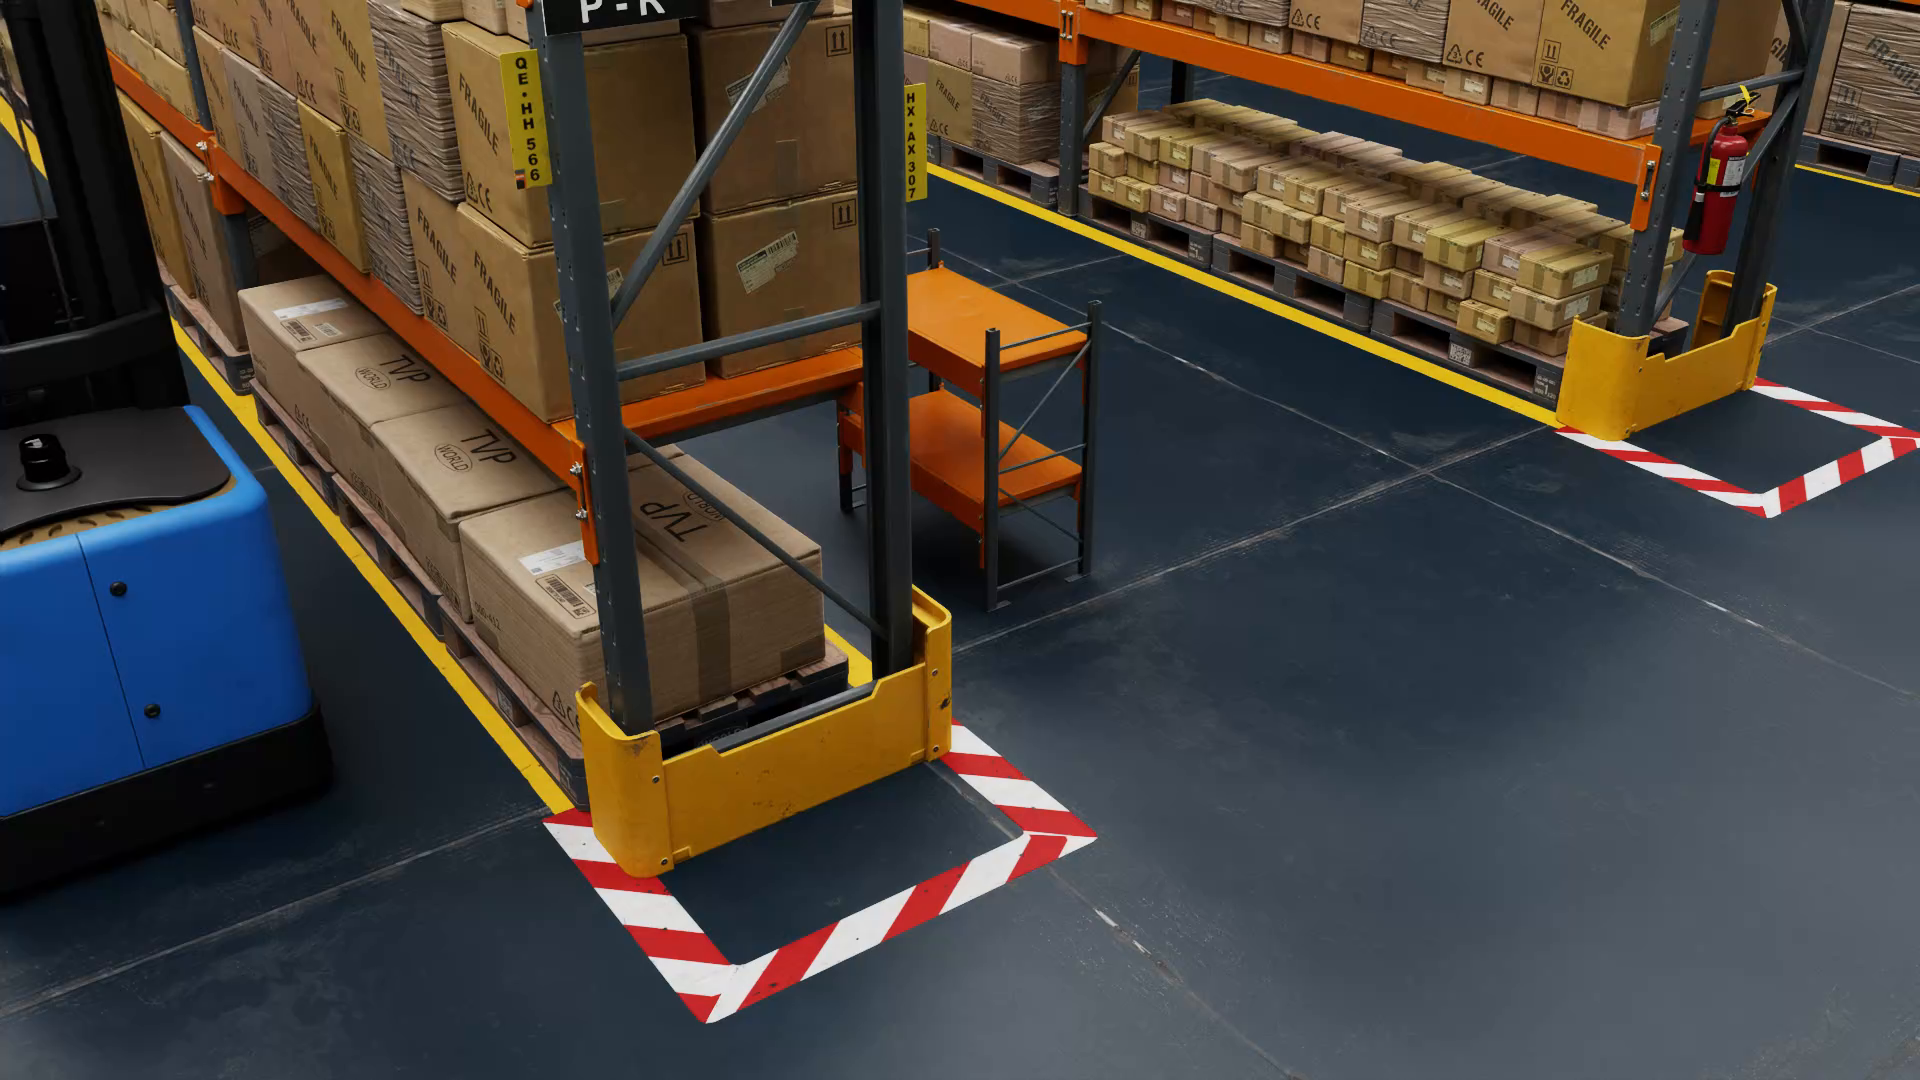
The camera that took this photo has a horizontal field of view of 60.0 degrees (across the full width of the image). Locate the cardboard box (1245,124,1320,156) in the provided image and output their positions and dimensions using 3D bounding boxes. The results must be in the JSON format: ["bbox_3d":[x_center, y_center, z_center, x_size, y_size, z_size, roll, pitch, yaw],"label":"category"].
[{"bbox_3d":[1.898,-2.329,9.820,0.380,0.149,0.250,-18,33,-29],"label":"cardboard box"}]

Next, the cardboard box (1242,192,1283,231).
[{"bbox_3d":[1.792,-1.848,9.245,0.380,0.149,0.250,-19,34,-31],"label":"cardboard box"}]

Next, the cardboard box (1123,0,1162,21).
[{"bbox_3d":[1.170,-3.117,9.610,0.380,0.149,0.250,-18,33,-29],"label":"cardboard box"}]

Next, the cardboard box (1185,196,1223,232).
[{"bbox_3d":[1.540,-1.939,9.724,0.380,0.149,0.250,-20,34,-32],"label":"cardboard box"}]

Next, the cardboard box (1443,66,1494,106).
[{"bbox_3d":[2.525,-2.184,7.892,0.380,0.149,0.250,-18,33,-29],"label":"cardboard box"}]

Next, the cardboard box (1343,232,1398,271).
[{"bbox_3d":[2.230,-1.541,8.680,0.380,0.149,0.250,-18,33,-30],"label":"cardboard box"}]

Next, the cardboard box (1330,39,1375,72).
[{"bbox_3d":[2.120,-2.515,8.501,0.380,0.149,0.250,-18,33,-30],"label":"cardboard box"}]

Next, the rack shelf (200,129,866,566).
[{"bbox_3d":[-1.751,-1.005,6.211,1.077,0.370,4.000,-19,34,-31],"label":"rack shelf"}]

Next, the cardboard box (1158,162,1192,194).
[{"bbox_3d":[1.402,-2.183,9.862,0.380,0.149,0.250,-19,34,-31],"label":"cardboard box"}]

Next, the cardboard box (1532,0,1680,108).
[{"bbox_3d":[2.912,-2.231,7.299,0.500,0.500,0.500,-18,33,-30],"label":"cardboard box"}]

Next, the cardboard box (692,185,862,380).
[{"bbox_3d":[-0.636,-0.853,5.074,0.500,0.500,0.500,-19,34,-31],"label":"cardboard box"}]

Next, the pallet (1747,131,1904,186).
[{"bbox_3d":[6.250,-2.825,11.730,1.003,0.211,1.213,-19,34,-31],"label":"pallet"}]

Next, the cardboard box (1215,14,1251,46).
[{"bbox_3d":[1.613,-2.805,9.034,0.380,0.149,0.250,-18,33,-30],"label":"cardboard box"}]

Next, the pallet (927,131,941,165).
[{"bbox_3d":[-0.102,-3.060,12.163,1.003,0.211,1.213,-19,34,-31],"label":"pallet"}]

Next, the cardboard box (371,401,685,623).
[{"bbox_3d":[-1.593,-0.184,6.191,0.875,0.438,0.875,-18,33,-29],"label":"cardboard box"}]

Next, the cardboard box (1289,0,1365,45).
[{"bbox_3d":[2.035,-2.824,8.390,0.500,0.500,0.500,-17,33,-28],"label":"cardboard box"}]

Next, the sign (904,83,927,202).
[{"bbox_3d":[-0.136,-1.110,4.661,0.100,0.325,0.005,-19,34,-31],"label":"sign"}]

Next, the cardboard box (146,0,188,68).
[{"bbox_3d":[-3.365,-2.356,7.579,0.500,0.250,0.500,-19,34,-31],"label":"cardboard box"}]

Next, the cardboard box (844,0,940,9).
[{"bbox_3d":[-0.485,-3.751,11.906,0.500,0.250,0.500,-18,34,-30],"label":"cardboard box"}]

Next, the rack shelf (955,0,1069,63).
[{"bbox_3d":[-0.098,-3.970,11.670,1.077,0.370,4.000,-19,34,-31],"label":"rack shelf"}]

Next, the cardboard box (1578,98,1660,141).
[{"bbox_3d":[2.963,-1.891,7.353,0.380,0.149,0.250,-19,34,-31],"label":"cardboard box"}]

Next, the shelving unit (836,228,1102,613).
[{"bbox_3d":[0.004,-0.492,6.477,0.538,1.125,1.048,-19,34,-31],"label":"shelving unit"}]

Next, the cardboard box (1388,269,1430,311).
[{"bbox_3d":[2.438,-1.323,8.589,0.380,0.149,0.250,-18,33,-30],"label":"cardboard box"}]

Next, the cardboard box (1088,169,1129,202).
[{"bbox_3d":[1.012,-2.209,10.222,0.380,0.149,0.250,-20,35,-33],"label":"cardboard box"}]

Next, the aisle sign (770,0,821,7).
[{"bbox_3d":[-0.313,-1.738,4.084,0.394,0.787,0.004,-19,34,-31],"label":"aisle sign"}]

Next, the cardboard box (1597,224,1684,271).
[{"bbox_3d":[3.355,-1.444,8.190,0.380,0.149,0.250,-21,35,-33],"label":"cardboard box"}]

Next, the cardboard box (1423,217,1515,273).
[{"bbox_3d":[2.516,-1.461,8.221,0.380,0.149,0.250,-20,34,-32],"label":"cardboard box"}]

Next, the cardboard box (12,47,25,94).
[{"bbox_3d":[-6.421,-3.487,12.341,0.950,0.372,0.625,-18,33,-29],"label":"cardboard box"}]

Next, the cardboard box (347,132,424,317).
[{"bbox_3d":[-1.672,-1.098,5.524,0.500,0.500,0.500,-18,33,-29],"label":"cardboard box"}]

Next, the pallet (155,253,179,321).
[{"bbox_3d":[-4.132,-1.627,9.524,1.003,0.211,1.213,-19,34,-31],"label":"pallet"}]

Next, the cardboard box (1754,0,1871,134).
[{"bbox_3d":[6.001,-3.464,11.772,0.875,0.875,0.875,-19,34,-31],"label":"cardboard box"}]

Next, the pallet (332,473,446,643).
[{"bbox_3d":[-1.822,-0.081,6.678,1.003,0.211,1.213,-19,34,-31],"label":"pallet"}]

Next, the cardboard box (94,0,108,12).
[{"bbox_3d":[-4.278,-2.943,8.659,0.500,0.250,0.500,-18,33,-30],"label":"cardboard box"}]

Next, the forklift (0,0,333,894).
[{"bbox_3d":[-3.255,-0.924,5.380,1.130,2.935,3.031,-19,34,-31],"label":"forklift"}]

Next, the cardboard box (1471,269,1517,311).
[{"bbox_3d":[2.736,-1.258,8.159,0.380,0.149,0.250,-20,34,-32],"label":"cardboard box"}]

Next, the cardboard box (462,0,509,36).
[{"bbox_3d":[-1.129,-1.488,4.515,0.380,0.149,0.250,-18,33,-30],"label":"cardboard box"}]

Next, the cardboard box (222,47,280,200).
[{"bbox_3d":[-2.564,-1.691,6.615,0.500,0.500,0.500,-19,34,-30],"label":"cardboard box"}]

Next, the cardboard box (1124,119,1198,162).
[{"bbox_3d":[1.205,-2.387,9.925,0.380,0.149,0.250,-17,33,-28],"label":"cardboard box"}]

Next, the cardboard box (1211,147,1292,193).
[{"bbox_3d":[1.642,-2.085,9.370,0.380,0.149,0.250,-18,33,-30],"label":"cardboard box"}]

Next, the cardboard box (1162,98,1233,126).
[{"bbox_3d":[1.481,-2.635,10.383,0.380,0.149,0.250,-18,33,-29],"label":"cardboard box"}]

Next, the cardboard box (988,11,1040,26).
[{"bbox_3d":[0.538,-3.490,11.427,0.500,0.250,0.500,-18,33,-29],"label":"cardboard box"}]

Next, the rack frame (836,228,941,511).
[{"bbox_3d":[-0.291,-0.689,6.841,0.500,1.125,0.032,-19,34,-31],"label":"rack frame"}]

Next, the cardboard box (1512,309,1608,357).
[{"bbox_3d":[2.907,-1.032,8.054,0.380,0.149,0.250,-18,33,-30],"label":"cardboard box"}]

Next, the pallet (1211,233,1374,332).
[{"bbox_3d":[2.192,-1.557,9.395,1.003,0.211,1.213,-19,34,-31],"label":"pallet"}]

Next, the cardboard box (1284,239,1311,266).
[{"bbox_3d":[2.012,-1.635,9.165,0.380,0.149,0.250,-18,33,-29],"label":"cardboard box"}]

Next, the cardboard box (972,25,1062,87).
[{"bbox_3d":[0.424,-3.143,10.788,0.500,0.250,0.500,-20,34,-32],"label":"cardboard box"}]

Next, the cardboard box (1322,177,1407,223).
[{"bbox_3d":[2.154,-1.801,8.848,0.380,0.149,0.250,-20,34,-32],"label":"cardboard box"}]

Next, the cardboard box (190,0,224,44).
[{"bbox_3d":[-2.833,-2.330,6.744,0.500,0.500,0.500,-19,34,-30],"label":"cardboard box"}]

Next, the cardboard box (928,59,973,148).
[{"bbox_3d":[0.130,-3.012,11.332,0.500,0.500,0.500,-20,34,-32],"label":"cardboard box"}]

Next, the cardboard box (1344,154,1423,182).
[{"bbox_3d":[2.352,-2.021,9.253,0.380,0.149,0.250,-19,34,-31],"label":"cardboard box"}]

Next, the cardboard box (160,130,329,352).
[{"bbox_3d":[-3.336,-1.568,8.281,0.875,0.875,0.875,-18,33,-29],"label":"cardboard box"}]

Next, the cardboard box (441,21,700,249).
[{"bbox_3d":[-1.065,-1.148,4.569,0.500,0.500,0.500,-18,33,-29],"label":"cardboard box"}]

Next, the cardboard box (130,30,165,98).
[{"bbox_3d":[-3.672,-2.336,8.065,0.500,0.250,0.500,-19,34,-31],"label":"cardboard box"}]

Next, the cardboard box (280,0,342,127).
[{"bbox_3d":[-1.966,-1.733,5.645,0.500,0.500,0.500,-19,34,-31],"label":"cardboard box"}]

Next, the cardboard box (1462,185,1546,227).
[{"bbox_3d":[2.844,-1.725,8.707,0.380,0.149,0.250,-21,35,-33],"label":"cardboard box"}]

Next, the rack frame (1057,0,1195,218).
[{"bbox_3d":[1.062,-3.508,10.067,1.000,3.000,0.127,-19,34,-31],"label":"rack frame"}]
